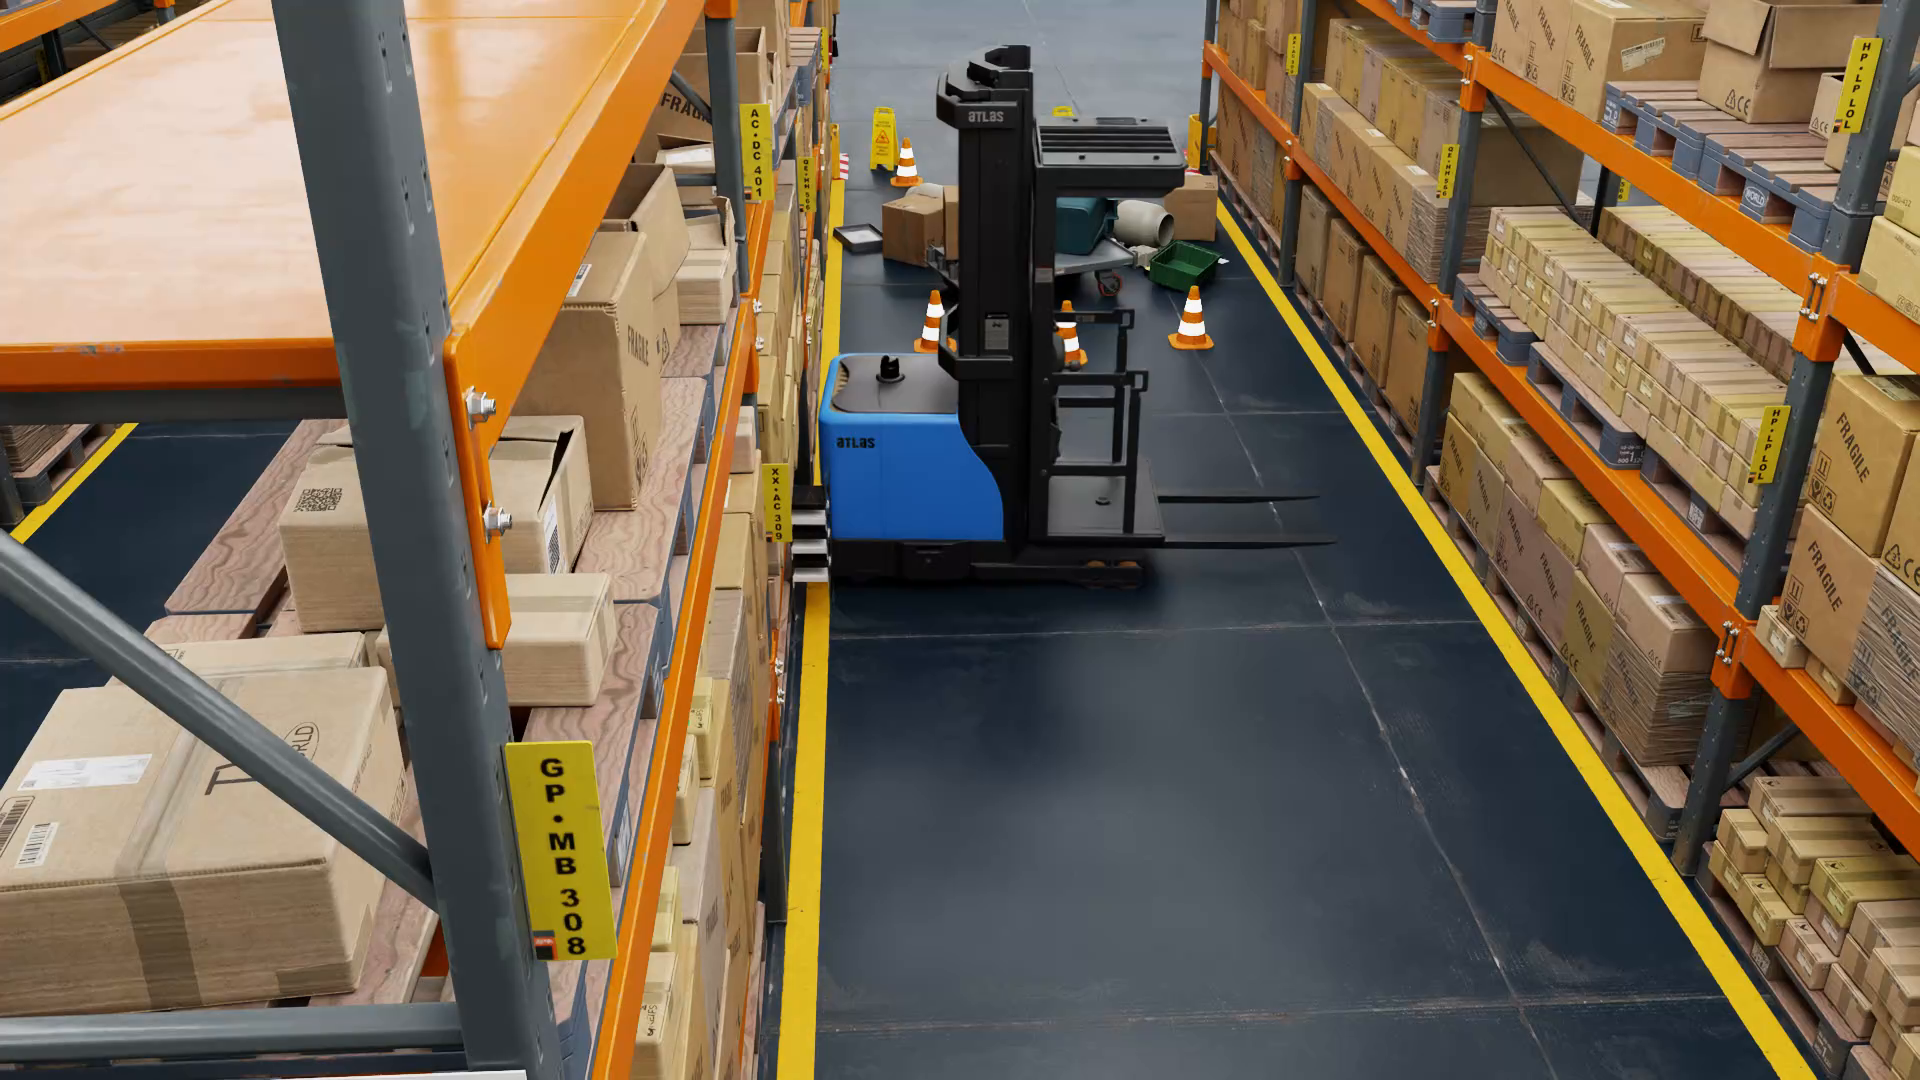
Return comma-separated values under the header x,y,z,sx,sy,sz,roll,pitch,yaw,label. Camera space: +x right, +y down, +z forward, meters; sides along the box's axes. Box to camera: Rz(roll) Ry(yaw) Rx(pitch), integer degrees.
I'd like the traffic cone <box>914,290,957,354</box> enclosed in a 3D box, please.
x,y,z,sx,sy,sz,roll,pitch,yaw,label
-0.196,-1.735,13.077,0.336,0.463,0.334,-1,28,-3,traffic cone

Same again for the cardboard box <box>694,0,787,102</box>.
x,y,z,sx,sy,sz,roll,pitch,yaw,label
-1.069,-2.305,7.621,0.500,0.500,0.500,-1,28,-2,cardboard box

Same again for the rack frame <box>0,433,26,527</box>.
x,y,z,sx,sy,sz,roll,pitch,yaw,label
-6.407,-1.430,9.748,1.000,3.000,0.127,-1,28,-3,rack frame

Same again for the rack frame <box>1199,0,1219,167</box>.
x,y,z,sx,sy,sz,roll,pitch,yaw,label
3.070,-5.412,17.384,1.000,3.000,0.127,-1,28,-3,rack frame

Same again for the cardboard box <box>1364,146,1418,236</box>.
x,y,z,sx,sy,sz,roll,pitch,yaw,label
3.145,-2.425,11.548,0.500,0.500,0.500,-2,28,-4,cardboard box

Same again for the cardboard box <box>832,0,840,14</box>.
x,y,z,sx,sy,sz,roll,pitch,yaw,label
-1.475,-5.168,15.404,0.700,0.500,0.500,-2,28,-3,cardboard box

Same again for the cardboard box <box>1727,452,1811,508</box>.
x,y,z,sx,sy,sz,roll,pitch,yaw,label
3.479,-0.256,6.994,0.380,0.149,0.250,-1,28,-1,cardboard box

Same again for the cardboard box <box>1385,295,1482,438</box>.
x,y,z,sx,sy,sz,roll,pitch,yaw,label
3.546,-1.190,11.267,1.050,0.750,0.750,-2,28,-3,cardboard box

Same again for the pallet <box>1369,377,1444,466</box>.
x,y,z,sx,sy,sz,roll,pitch,yaw,label
3.522,-0.847,11.647,1.003,0.211,1.213,-1,28,-3,pallet

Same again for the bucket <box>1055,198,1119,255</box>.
x,y,z,sx,sy,sz,roll,pitch,yaw,label
0.969,-2.795,14.261,0.726,0.611,0.620,8,39,15,bucket

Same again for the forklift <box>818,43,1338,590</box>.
x,y,z,sx,sy,sz,roll,pitch,yaw,label
0.710,-1.257,9.490,3.031,2.935,1.130,0,28,1,forklift

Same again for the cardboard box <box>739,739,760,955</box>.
x,y,z,sx,sy,sz,roll,pitch,yaw,label
-0.889,0.928,5.118,0.500,0.500,0.500,-2,28,-3,cardboard box

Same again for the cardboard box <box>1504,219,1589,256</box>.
x,y,z,sx,sy,sz,roll,pitch,yaw,label
3.335,-1.714,9.468,0.380,0.149,0.250,-2,28,-4,cardboard box

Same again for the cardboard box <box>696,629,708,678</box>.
x,y,z,sx,sy,sz,roll,pitch,yaw,label
-0.876,0.360,4.426,0.380,0.149,0.250,-1,28,-3,cardboard box

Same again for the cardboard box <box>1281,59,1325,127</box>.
x,y,z,sx,sy,sz,roll,pitch,yaw,label
3.248,-3.802,14.133,0.875,0.550,0.550,-1,28,-3,cardboard box

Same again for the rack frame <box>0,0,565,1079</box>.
x,y,z,sx,sy,sz,roll,pitch,yaw,label
-1.036,-0.517,1.511,0.949,2.616,0.053,-1,28,-3,rack frame

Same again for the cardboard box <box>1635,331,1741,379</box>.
x,y,z,sx,sy,sz,roll,pitch,yaw,label
3.431,-0.868,7.845,0.380,0.149,0.250,-2,28,-4,cardboard box

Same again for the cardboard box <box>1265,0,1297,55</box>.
x,y,z,sx,sy,sz,roll,pitch,yaw,label
3.149,-4.533,14.367,0.875,0.550,0.550,-1,28,-3,cardboard box

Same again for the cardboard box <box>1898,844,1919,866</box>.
x,y,z,sx,sy,sz,roll,pitch,yaw,label
4.057,1.338,6.749,0.380,0.149,0.250,-3,28,-5,cardboard box

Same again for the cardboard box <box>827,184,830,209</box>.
x,y,z,sx,sy,sz,roll,pitch,yaw,label
-1.505,-3.366,15.978,0.500,0.250,0.500,-2,28,-4,cardboard box

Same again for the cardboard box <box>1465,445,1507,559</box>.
x,y,z,sx,sy,sz,roll,pitch,yaw,label
3.300,-0.231,9.698,0.500,0.500,0.500,-1,28,-2,cardboard box

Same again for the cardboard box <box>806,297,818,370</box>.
x,y,z,sx,sy,sz,roll,pitch,yaw,label
-1.550,-1.525,12.318,0.950,0.372,0.625,0,28,-1,cardboard box

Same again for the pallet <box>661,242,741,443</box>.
x,y,z,sx,sy,sz,roll,pitch,yaw,label
-1.209,-0.617,5.042,1.003,0.211,1.213,-1,28,-3,pallet

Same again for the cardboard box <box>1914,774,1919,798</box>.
x,y,z,sx,sy,sz,roll,pitch,yaw,label
3.495,0.862,5.624,0.380,0.149,0.250,-1,28,-2,cardboard box

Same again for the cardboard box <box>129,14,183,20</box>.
x,y,z,sx,sy,sz,roll,pitch,yaw,label
-6.969,-4.474,14.452,0.380,0.149,0.250,-2,28,-3,cardboard box

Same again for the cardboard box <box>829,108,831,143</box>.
x,y,z,sx,sy,sz,roll,pitch,yaw,label
-1.566,-4.182,16.733,0.500,0.500,0.500,-1,28,-2,cardboard box

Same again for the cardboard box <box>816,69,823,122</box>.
x,y,z,sx,sy,sz,roll,pitch,yaw,label
-1.404,-3.785,13.834,0.500,0.500,0.500,-1,28,-3,cardboard box

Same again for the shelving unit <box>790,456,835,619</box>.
x,y,z,sx,sy,sz,roll,pitch,yaw,label
-0.831,-0.011,9.297,0.210,0.900,0.258,0,28,1,shelving unit

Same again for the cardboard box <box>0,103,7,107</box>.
x,y,z,sx,sy,sz,roll,pitch,yaw,label
-6.804,-3.084,12.110,0.380,0.149,0.250,-2,28,-3,cardboard box

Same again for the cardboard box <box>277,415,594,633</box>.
x,y,z,sx,sy,sz,roll,pitch,yaw,label
-1.061,-0.071,3.432,0.500,0.311,0.500,-1,28,-2,cardboard box

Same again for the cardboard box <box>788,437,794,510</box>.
x,y,z,sx,sy,sz,roll,pitch,yaw,label
-1.040,-0.324,7.789,0.500,0.250,0.500,-2,28,-3,cardboard box

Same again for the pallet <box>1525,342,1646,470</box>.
x,y,z,sx,sy,sz,roll,pitch,yaw,label
3.632,-0.720,8.594,1.003,0.211,1.213,-1,28,-3,pallet

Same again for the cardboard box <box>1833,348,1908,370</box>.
x,y,z,sx,sy,sz,roll,pitch,yaw,label
4.093,-0.765,7.647,0.380,0.149,0.250,-2,28,-3,cardboard box

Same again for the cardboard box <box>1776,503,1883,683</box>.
x,y,z,sx,sy,sz,roll,pitch,yaw,label
3.471,0.188,6.216,0.500,0.500,0.500,-2,28,-4,cardboard box

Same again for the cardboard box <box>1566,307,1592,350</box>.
x,y,z,sx,sy,sz,roll,pitch,yaw,label
3.381,-1.102,8.615,0.380,0.149,0.250,-2,28,-3,cardboard box

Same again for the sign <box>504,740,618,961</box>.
x,y,z,sx,sy,sz,roll,pitch,yaw,label
-0.478,0.379,2.004,0.100,0.325,0.005,-1,28,-3,sign

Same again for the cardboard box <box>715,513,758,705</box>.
x,y,z,sx,sy,sz,roll,pitch,yaw,label
-0.923,0.254,5.331,0.500,0.500,0.500,-2,28,-3,cardboard box

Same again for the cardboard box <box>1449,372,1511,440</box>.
x,y,z,sx,sy,sz,roll,pitch,yaw,label
3.282,-0.804,9.986,0.500,0.250,0.500,-3,28,-5,cardboard box

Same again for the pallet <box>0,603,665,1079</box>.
x,y,z,sx,sy,sz,roll,pitch,yaw,label
-1.082,0.510,2.881,1.003,0.211,1.213,-1,28,-3,pallet

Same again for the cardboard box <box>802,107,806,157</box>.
x,y,z,sx,sy,sz,roll,pitch,yaw,label
-1.330,-2.844,11.576,0.500,0.500,0.500,-2,28,-5,cardboard box

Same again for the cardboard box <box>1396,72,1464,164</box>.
x,y,z,sx,sy,sz,roll,pitch,yaw,label
3.418,-2.884,11.346,0.700,0.500,0.500,-2,28,-3,cardboard box

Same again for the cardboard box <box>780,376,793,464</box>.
x,y,z,sx,sy,sz,roll,pitch,yaw,label
-1.038,-0.543,7.670,0.500,0.250,0.500,-1,28,-2,cardboard box

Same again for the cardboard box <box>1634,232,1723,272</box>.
x,y,z,sx,sy,sz,roll,pitch,yaw,label
3.996,-1.604,9.256,0.380,0.149,0.250,-1,28,-1,cardboard box

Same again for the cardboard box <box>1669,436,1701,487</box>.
x,y,z,sx,sy,sz,roll,pitch,yaw,label
3.453,-0.359,7.513,0.380,0.149,0.250,-1,28,-3,cardboard box

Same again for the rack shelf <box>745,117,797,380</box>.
x,y,z,sx,sy,sz,roll,pitch,yaw,label
-1.346,-1.639,7.683,1.077,0.370,4.000,-1,28,-3,rack shelf

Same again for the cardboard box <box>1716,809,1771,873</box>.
x,y,z,sx,sy,sz,roll,pitch,yaw,label
3.396,1.250,6.916,0.380,0.149,0.250,0,28,0,cardboard box

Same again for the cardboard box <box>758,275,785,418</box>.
x,y,z,sx,sy,sz,roll,pitch,yaw,label
-1.055,-0.868,7.482,0.500,0.500,0.500,-2,28,-4,cardboard box

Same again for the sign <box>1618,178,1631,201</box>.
x,y,z,sx,sy,sz,roll,pitch,yaw,label
4.029,-2.214,10.084,0.100,0.325,0.005,-1,28,-3,sign

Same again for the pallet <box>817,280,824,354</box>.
x,y,z,sx,sy,sz,roll,pitch,yaw,label
-1.617,-1.803,13.479,1.003,0.211,1.213,-1,28,-3,pallet

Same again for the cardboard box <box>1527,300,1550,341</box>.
x,y,z,sx,sy,sz,roll,pitch,yaw,label
3.354,-1.208,9.140,0.380,0.149,0.250,0,28,0,cardboard box

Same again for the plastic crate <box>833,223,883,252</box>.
x,y,z,sx,sy,sz,roll,pitch,yaw,label
-0.922,-2.849,15.627,0.402,0.080,0.583,-11,30,-20,plastic crate

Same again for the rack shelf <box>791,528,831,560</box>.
x,y,z,sx,sy,sz,roll,pitch,yaw,label
-0.831,0.019,9.312,0.200,0.077,0.258,0,28,1,rack shelf

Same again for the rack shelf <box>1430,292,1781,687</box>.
x,y,z,sx,sy,sz,roll,pitch,yaw,label
3.592,-0.475,8.696,1.077,0.370,4.000,-1,28,-3,rack shelf

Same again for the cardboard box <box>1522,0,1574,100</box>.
x,y,z,sx,sy,sz,roll,pitch,yaw,label
3.285,-2.591,8.623,0.500,0.500,0.500,-1,28,-3,cardboard box

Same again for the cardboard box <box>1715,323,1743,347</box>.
x,y,z,sx,sy,sz,roll,pitch,yaw,label
4.052,-0.993,8.405,0.380,0.149,0.250,-2,28,-4,cardboard box

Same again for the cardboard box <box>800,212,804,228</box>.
x,y,z,sx,sy,sz,roll,pitch,yaw,label
-1.225,-2.168,10.980,0.380,0.149,0.250,-1,28,-2,cardboard box
